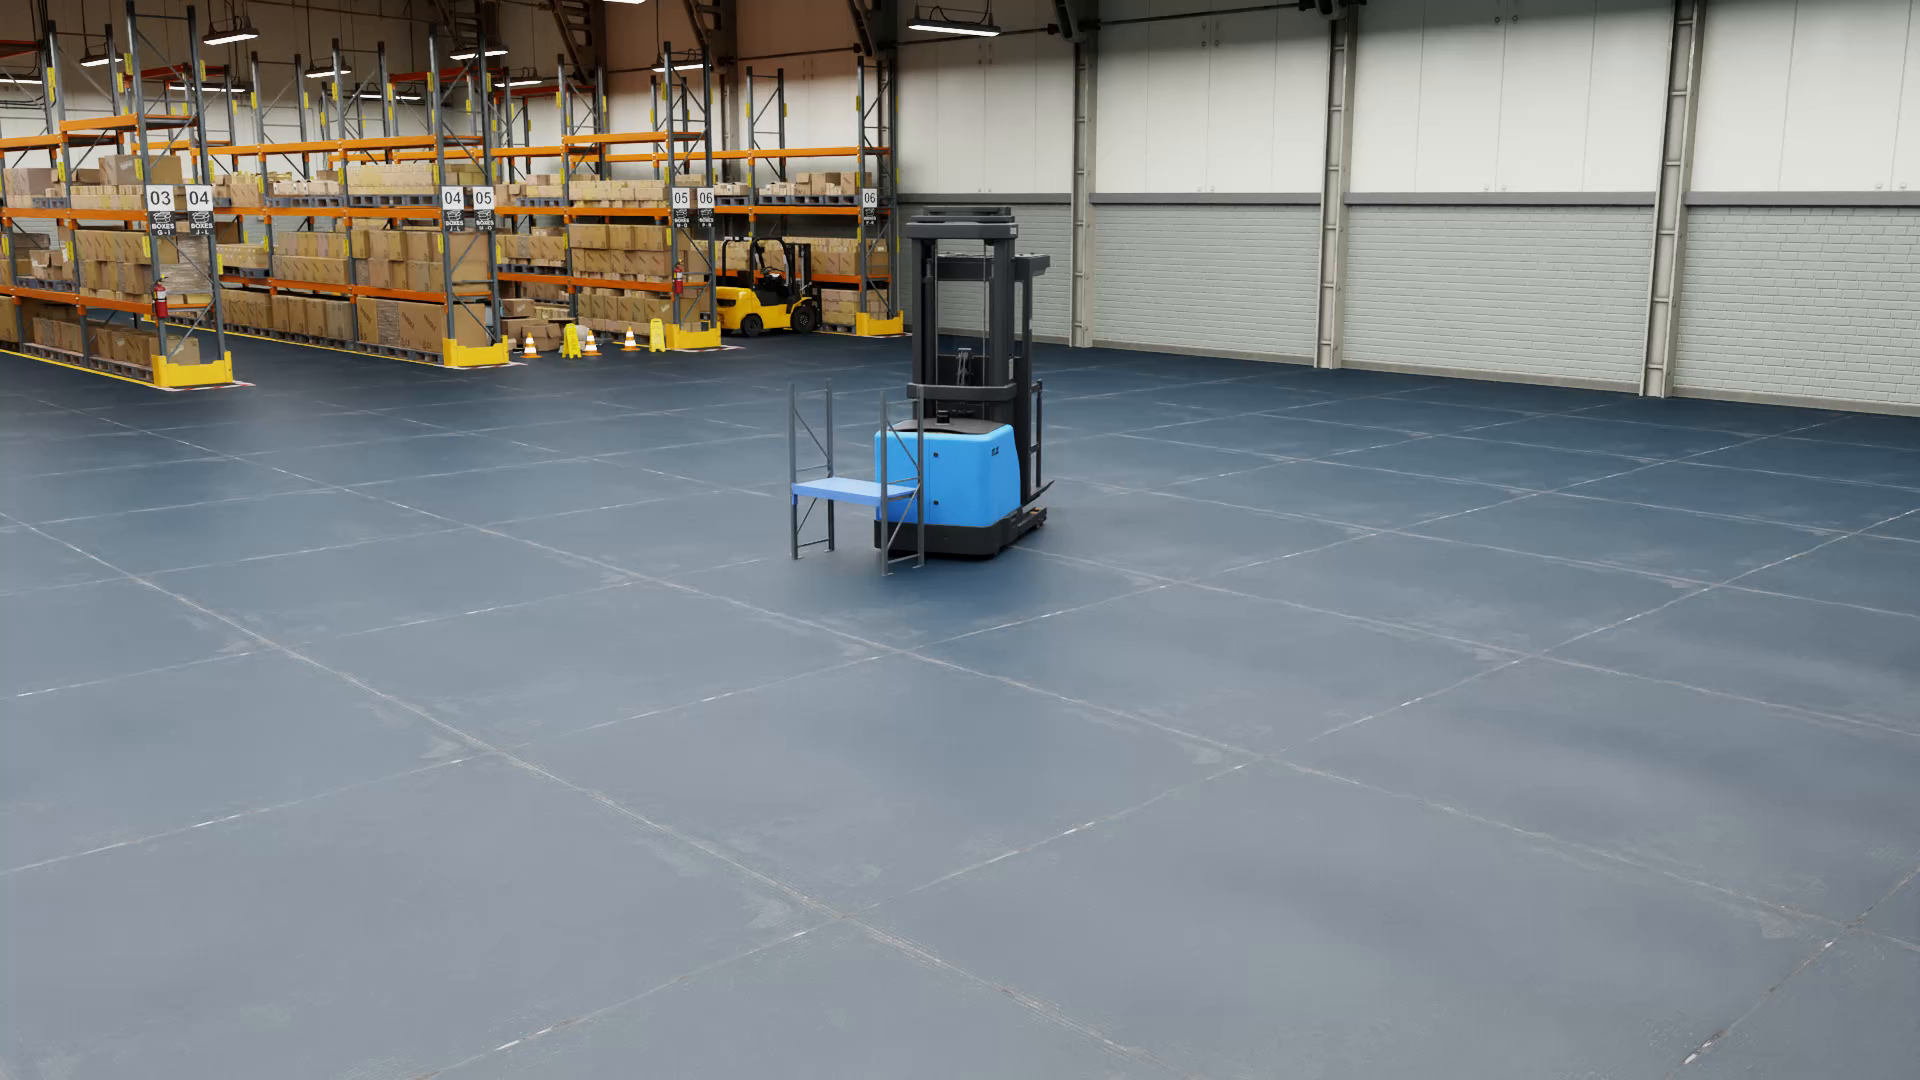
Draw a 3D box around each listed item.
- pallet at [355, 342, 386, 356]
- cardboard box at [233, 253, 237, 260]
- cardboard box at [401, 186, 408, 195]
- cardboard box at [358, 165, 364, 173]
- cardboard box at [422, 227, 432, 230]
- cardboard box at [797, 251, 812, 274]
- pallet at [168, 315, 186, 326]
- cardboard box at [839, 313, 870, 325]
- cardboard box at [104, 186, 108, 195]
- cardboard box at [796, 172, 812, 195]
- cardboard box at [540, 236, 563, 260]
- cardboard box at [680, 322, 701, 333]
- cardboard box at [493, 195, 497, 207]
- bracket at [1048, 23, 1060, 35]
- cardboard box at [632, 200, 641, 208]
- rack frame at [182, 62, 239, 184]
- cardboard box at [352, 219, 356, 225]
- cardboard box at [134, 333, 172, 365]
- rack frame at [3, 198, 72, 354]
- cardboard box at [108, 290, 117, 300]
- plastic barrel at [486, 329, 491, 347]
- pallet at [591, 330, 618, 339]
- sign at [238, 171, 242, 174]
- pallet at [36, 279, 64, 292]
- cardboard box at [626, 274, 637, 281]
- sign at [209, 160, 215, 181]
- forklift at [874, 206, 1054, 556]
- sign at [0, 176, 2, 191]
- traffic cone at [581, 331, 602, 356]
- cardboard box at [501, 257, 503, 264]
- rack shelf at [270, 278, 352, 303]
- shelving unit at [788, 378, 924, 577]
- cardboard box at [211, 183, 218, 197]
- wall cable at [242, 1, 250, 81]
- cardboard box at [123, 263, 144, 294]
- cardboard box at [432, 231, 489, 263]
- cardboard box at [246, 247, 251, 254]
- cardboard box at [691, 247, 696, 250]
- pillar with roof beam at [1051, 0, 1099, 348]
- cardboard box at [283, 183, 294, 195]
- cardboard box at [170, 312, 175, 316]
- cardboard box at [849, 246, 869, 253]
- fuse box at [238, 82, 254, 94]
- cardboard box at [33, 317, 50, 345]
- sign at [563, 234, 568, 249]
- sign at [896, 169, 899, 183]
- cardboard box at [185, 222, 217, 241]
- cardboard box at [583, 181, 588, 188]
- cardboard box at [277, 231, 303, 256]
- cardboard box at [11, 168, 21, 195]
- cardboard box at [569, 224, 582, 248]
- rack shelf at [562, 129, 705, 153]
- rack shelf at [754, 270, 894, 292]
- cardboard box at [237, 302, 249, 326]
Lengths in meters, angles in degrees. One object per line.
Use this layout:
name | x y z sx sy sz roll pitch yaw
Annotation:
pallet | -11.208 -3.806 32.861 1.003 0.211 1.213 -11 16 -43
cardboard box | -15.821 -6.264 36.728 0.380 0.149 0.250 -11 16 -43
cardboard box | -10.092 -6.460 30.736 0.380 0.149 0.250 -11 16 -43
cardboard box | -11.319 -7.110 31.914 0.380 0.149 0.250 -11 16 -43
cardboard box | -12.879 -7.456 40.942 0.500 0.500 0.500 11 16 44
cardboard box | -3.407 -6.414 38.364 0.500 0.500 0.500 -11 16 -42
pallet | -18.537 -5.367 40.436 1.003 0.211 1.213 -11 16 -43
cardboard box | -2.369 -4.990 37.472 0.500 0.250 0.500 -11 16 -42
cardboard box | -14.202 -5.900 28.064 0.380 0.149 0.250 -10 16 -41
cardboard box | -3.310 -8.166 38.134 0.797 0.503 0.637 -10 15 -41
cardboard box | -8.994 -6.506 37.031 0.500 0.500 0.500 -11 16 -42
cardboard box | -5.761 -4.430 34.751 0.500 0.250 0.500 -11 16 -43
cardboard box | -10.658 -7.878 38.617 0.396 0.266 0.258 -11 16 -43
bracket | 1.955 -10.170 33.056 0.235 0.232 0.430 -11 16 -43
cardboard box | -6.540 -6.925 34.278 0.380 0.149 0.250 -11 16 -43
rack frame | -17.201 -9.399 38.233 1.000 3.000 0.127 -11 16 -43
cardboard box | -15.884 -8.397 43.903 0.250 0.149 0.380 11 16 43
cardboard box | -13.847 -3.285 28.575 0.500 0.500 0.500 -9 15 -37
rack frame | -18.096 -5.201 32.722 1.000 3.000 0.127 -11 16 -43
cardboard box | -14.357 -4.204 28.504 0.380 0.149 0.250 -11 16 -43
plastic barrel | -9.784 -4.080 33.665 0.512 0.421 0.421 -1 12 -4
pallet | -7.677 -4.539 36.421 1.003 0.211 1.213 -11 16 -43
sign | -16.802 -8.454 38.822 0.100 0.325 0.005 -11 16 -43
pallet | -16.699 -4.824 31.367 1.003 0.211 1.213 -11 16 -43
cardboard box | -6.751 -5.493 34.762 0.380 0.149 0.250 -11 16 -43
sign | -12.179 -6.006 27.031 0.100 0.325 0.005 -11 16 -43
forklift | 0.183 -1.556 15.200 1.130 2.935 3.031 4 12 17
sign | -18.503 -6.886 31.989 0.100 0.325 0.005 -11 16 -43
traffic cone | -7.202 -3.850 32.454 0.336 0.463 0.334 -11 16 -43
cardboard box | -10.512 -6.499 38.604 0.250 0.149 0.380 10 16 41
rack shelf | -13.058 -5.233 34.661 1.077 0.370 4.000 -11 16 -43
shelving unit | -0.863 -0.542 13.824 1.048 1.500 0.538 9 15 38
cardboard box | -16.745 -7.935 37.737 0.500 0.311 0.500 -11 16 -43
wall cable | -21.341 -14.564 46.949 2.355 3.000 0.029 -11 16 -43
cardboard box | -13.363 -4.368 27.696 0.875 0.500 0.500 -11 16 -43
cardboard box | -9.142 -5.372 30.503 0.875 0.550 0.550 -11 16 -43
cardboard box | -15.281 -6.296 36.144 0.380 0.149 0.250 -11 16 -43
cardboard box | -6.518 -7.195 41.531 0.500 0.250 0.500 11 16 44
pillar with roof beam | -0.615 -7.796 30.453 9.100 9.000 0.548 -11 16 -43
cardboard box | -13.752 -7.318 34.649 0.500 0.250 0.500 -10 16 -41
cardboard box | -18.965 -5.546 40.422 0.250 0.149 0.380 11 16 42
cardboard box | -2.258 -6.485 37.098 0.380 0.149 0.250 -11 16 -42
fuse box | -20.528 -13.035 47.952 0.513 0.334 0.176 -11 16 -43
cardboard box | -17.619 -4.097 32.469 0.500 0.500 0.700 11 16 42
sign | -8.565 -6.487 36.096 0.100 0.325 0.005 -11 16 -43
sign | -1.411 -8.119 37.090 0.100 0.325 0.005 -11 16 -43
cardboard box | -17.721 -7.176 38.848 0.500 0.500 0.500 11 16 43
cardboard box | -7.808 -7.570 35.432 0.250 0.149 0.380 11 16 43
cardboard box | -14.136 -6.349 35.569 0.700 0.500 0.500 -11 16 -43
cardboard box | -17.610 -6.785 31.490 0.500 0.500 0.500 -11 16 -42
cardboard box | -8.019 -6.588 35.992 0.700 0.500 0.500 -11 16 -43
rack shelf | -6.785 -8.291 34.642 1.077 0.370 4.000 -11 16 -43
rack shelf | -3.198 -6.046 38.607 1.077 0.370 4.000 -11 16 -43
cardboard box | -15.815 -5.070 37.238 0.500 0.500 0.500 11 16 43
